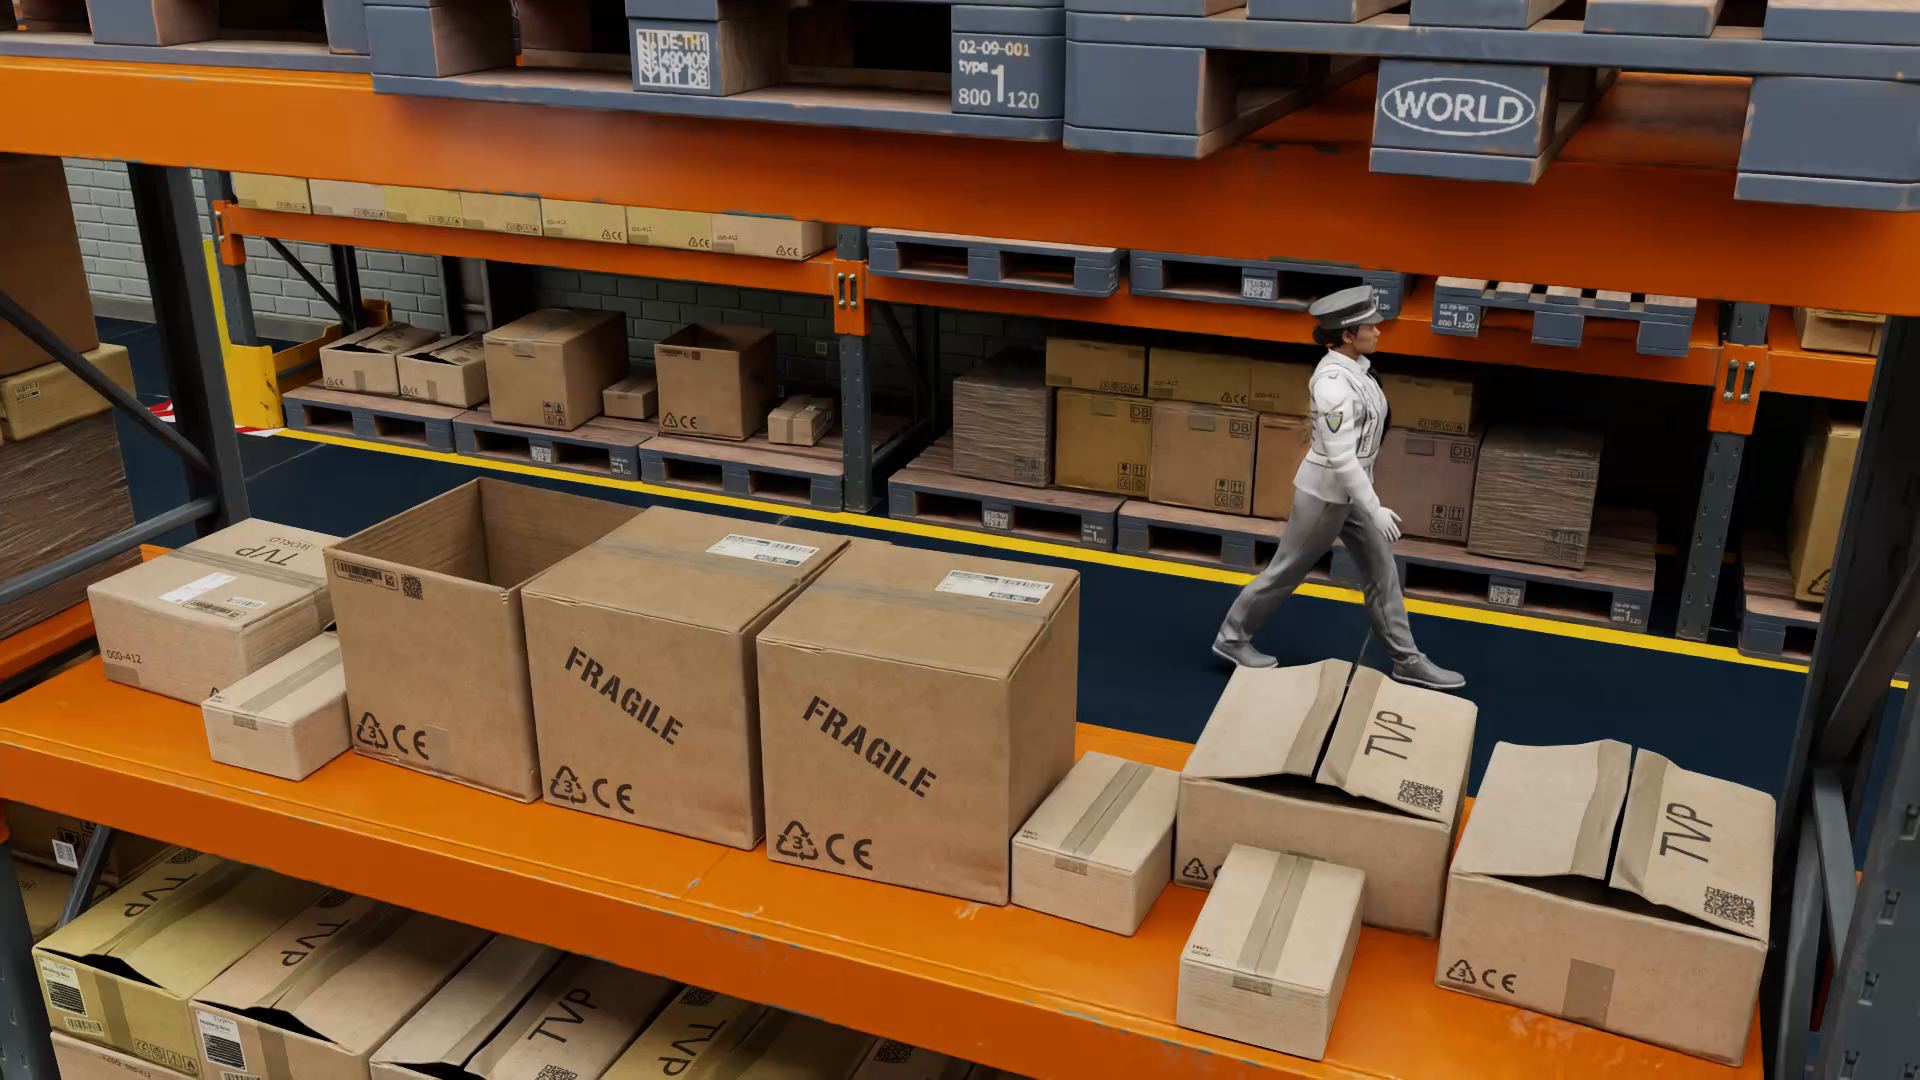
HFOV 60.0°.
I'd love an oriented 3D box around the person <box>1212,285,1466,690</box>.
[{"bbox_3d":[1.525,-0.189,6.473,1.009,1.624,0.498,10,24,23],"label":"person"}]
